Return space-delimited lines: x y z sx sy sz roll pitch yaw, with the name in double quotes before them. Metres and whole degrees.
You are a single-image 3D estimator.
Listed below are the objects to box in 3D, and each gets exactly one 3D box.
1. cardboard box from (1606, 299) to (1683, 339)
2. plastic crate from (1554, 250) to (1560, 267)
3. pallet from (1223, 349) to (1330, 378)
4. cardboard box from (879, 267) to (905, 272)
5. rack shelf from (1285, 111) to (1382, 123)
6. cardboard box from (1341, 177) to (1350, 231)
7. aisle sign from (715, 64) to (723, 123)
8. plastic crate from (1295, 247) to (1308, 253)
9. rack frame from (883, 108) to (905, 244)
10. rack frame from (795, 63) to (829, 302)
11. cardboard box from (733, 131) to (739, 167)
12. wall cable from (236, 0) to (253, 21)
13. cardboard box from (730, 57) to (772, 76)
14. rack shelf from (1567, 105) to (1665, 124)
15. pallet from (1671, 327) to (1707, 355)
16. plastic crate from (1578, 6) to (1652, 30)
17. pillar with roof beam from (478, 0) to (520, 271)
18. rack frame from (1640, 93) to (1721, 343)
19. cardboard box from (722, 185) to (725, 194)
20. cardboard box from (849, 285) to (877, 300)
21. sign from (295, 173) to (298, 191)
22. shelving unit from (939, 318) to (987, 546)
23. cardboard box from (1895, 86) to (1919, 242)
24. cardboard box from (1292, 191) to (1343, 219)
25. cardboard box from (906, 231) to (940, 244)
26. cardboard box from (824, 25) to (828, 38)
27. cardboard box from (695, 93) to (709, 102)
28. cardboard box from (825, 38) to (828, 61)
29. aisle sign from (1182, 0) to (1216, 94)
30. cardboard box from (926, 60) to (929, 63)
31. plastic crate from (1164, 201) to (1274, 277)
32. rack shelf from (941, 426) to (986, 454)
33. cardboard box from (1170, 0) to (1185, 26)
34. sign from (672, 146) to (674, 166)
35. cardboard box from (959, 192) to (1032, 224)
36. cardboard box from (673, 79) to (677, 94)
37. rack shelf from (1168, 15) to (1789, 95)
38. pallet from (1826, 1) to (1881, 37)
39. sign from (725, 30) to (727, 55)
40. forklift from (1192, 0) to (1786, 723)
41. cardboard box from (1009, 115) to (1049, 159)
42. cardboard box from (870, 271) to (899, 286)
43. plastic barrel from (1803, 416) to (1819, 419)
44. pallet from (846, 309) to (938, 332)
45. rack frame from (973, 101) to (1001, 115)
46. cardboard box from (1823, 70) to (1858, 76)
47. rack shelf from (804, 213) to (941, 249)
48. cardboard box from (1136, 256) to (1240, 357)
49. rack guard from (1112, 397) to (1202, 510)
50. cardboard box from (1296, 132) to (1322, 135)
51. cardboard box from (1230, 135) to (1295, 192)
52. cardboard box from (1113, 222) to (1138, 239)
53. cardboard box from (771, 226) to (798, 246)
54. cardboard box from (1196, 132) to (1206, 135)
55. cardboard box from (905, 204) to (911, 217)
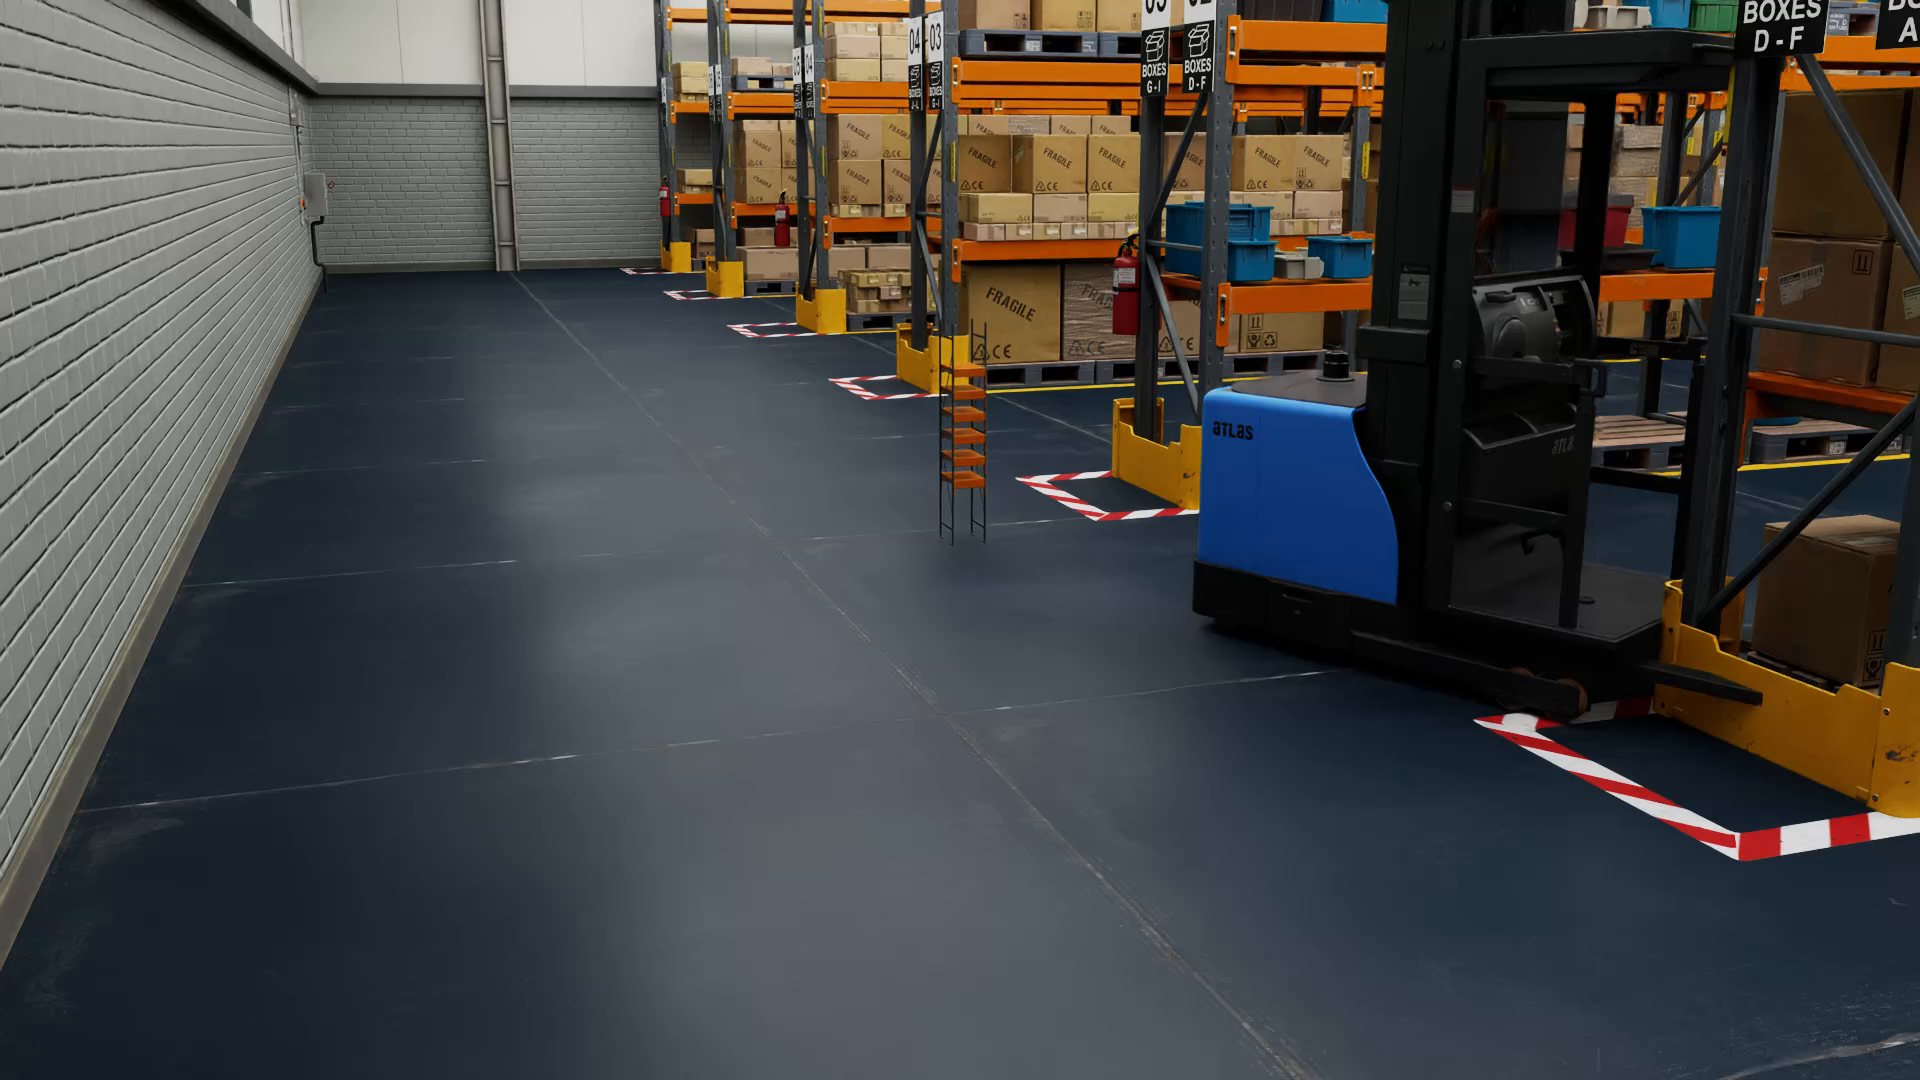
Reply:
"cardboard box" 6.689 -2.579 17.189 0.875 0.875 1.225 -5 14 -21
"plastic crate" 3.584 -1.780 10.584 0.466 0.136 0.293 -4 14 -18
"pallet" 2.813 -1.764 16.104 1.213 0.211 1.003 -4 14 -18
"cardboard box" -0.836 -3.214 20.142 0.250 0.149 0.380 -5 14 -19
"rack shelf" 8.289 -8.269 32.497 4.000 0.370 1.077 -4 14 -18
"cardboard box" 3.915 -3.303 16.331 0.500 0.500 0.500 -4 14 -18
"aisle sign" -3.369 -6.234 23.251 0.004 0.787 0.394 -4 14 -18
"plastic crate" 2.341 -1.797 10.657 0.243 0.136 0.396 -4 14 -18
"rack frame" -1.189 -6.422 29.658 0.127 3.000 1.000 -4 14 -18
"rack frame" -1.719 -3.960 19.309 0.127 3.000 1.000 -4 14 -18
"cardboard box" -3.012 -5.661 24.083 0.500 0.500 0.500 -4 14 -16
"wall cable" -6.691 -7.687 15.061 0.120 5.999 2.277 -4 14 -18
"cardboard box" -2.996 -6.730 23.674 0.500 0.250 0.500 -6 15 -23
"rack shelf" 9.876 -7.181 27.922 4.000 0.370 1.077 -4 14 -18
"pallet" 8.091 -2.156 17.750 1.213 0.211 1.003 -4 14 -18
"plastic crate" 4.054 -3.227 10.316 0.466 0.136 0.293 -4 14 -18
"pillar with roof beam" -6.450 -8.100 23.748 0.400 9.000 9.100 -4 14 -18
"rack frame" 7.350 -3.455 17.186 0.127 3.000 1.000 -4 14 -18
"cardboard box" -4.117 -6.024 28.530 0.250 0.149 0.380 -5 14 -19
"cardboard box" -1.140 -2.904 19.482 0.250 0.149 0.380 -4 14 -16
"sign" -8.773 -4.733 21.976 0.001 0.218 0.327 -4 14 -18
"shelving unit" 0.014 -0.585 9.008 0.189 1.200 0.258 -4 14 -18
"cardboard box" 3.428 -1.202 5.336 0.500 0.500 0.500 -4 14 -16
"cardboard box" 3.224 -3.141 15.549 0.500 0.250 0.500 -5 14 -19
"cardboard box" -0.659 -5.396 29.842 0.500 0.500 0.500 -4 14 -16
"cardboard box" -1.497 -5.872 19.249 0.250 0.149 0.380 -5 14 -19
"cardboard box" -4.364 -7.461 28.089 0.250 0.149 0.380 -4 14 -17
"cardboard box" -1.363 -5.679 19.299 0.500 0.250 0.500 -5 14 -20
"aisle sign" 1.374 -2.973 9.540 0.004 0.787 0.394 -4 14 -18
"cardboard box" -0.227 -5.402 19.214 0.500 0.250 0.500 -5 14 -20
"plastic crate" 1.605 -1.890 10.402 0.499 0.435 0.616 -4 14 -18
"rack shelf" 0.014 -0.542 9.019 0.180 0.103 0.258 -4 14 -18
"cardboard box" 1.784 -4.804 15.034 0.500 0.500 0.700 -4 14 -16
"sign" -4.807 -6.429 27.817 0.005 0.325 0.100 -4 14 -18
"cardboard box" 0.308 -2.913 14.587 0.500 0.250 0.500 -5 14 -20
"cardboard box" -4.645 -7.750 28.442 0.500 0.250 0.500 -5 14 -19
"rack shelf" 3.243 -3.035 10.494 4.000 0.370 1.077 -4 14 -18
"pallet" 5.850 -3.520 11.386 1.003 0.211 1.213 -4 14 -18
"sign" -3.222 -6.839 22.871 0.005 0.325 0.100 -4 14 -18
"forklift" 2.437 -0.873 6.478 1.130 2.935 3.031 -13 18 -43
"cardboard box" 0.735 -4.767 19.682 0.500 0.500 0.500 -4 14 -17
"cardboard box" -0.891 -3.078 19.567 0.250 0.149 0.380 -4 14 -17
"plastic barrel" 6.330 -1.346 11.945 0.708 0.901 0.600 -4 14 -18
"pallet" -0.866 -2.661 19.874 1.213 0.211 1.003 -4 14 -18
"rack frame" 0.398 -5.333 25.083 0.127 3.000 1.000 -4 14 -18
"cardboard box" 8.847 -4.898 17.095 0.500 0.250 0.500 -4 14 -17
"rack shelf" 0.177 -3.758 20.013 4.000 0.370 1.077 -4 14 -18
"cardboard box" 2.054 -2.233 15.732 0.875 0.875 0.875 -4 14 -18
"rack guard" 1.328 -0.558 10.407 0.348 0.500 1.175 -4 14 -18
"cardboard box" 5.649 -6.524 26.922 0.250 0.149 0.380 -5 14 -21
"cardboard box" 2.732 -3.468 15.301 0.500 0.500 0.500 -4 14 -17
"cardboard box" 1.427 -2.792 14.940 0.250 0.149 0.380 -5 14 -19
"cardboard box" -3.014 -5.211 29.061 0.500 0.500 0.500 -4 14 -17
"cardboard box" 3.782 -6.068 25.795 0.500 0.500 0.500 -5 14 -20
"cardboard box" -0.605 -3.875 19.494 0.250 0.149 0.380 -4 14 -15
